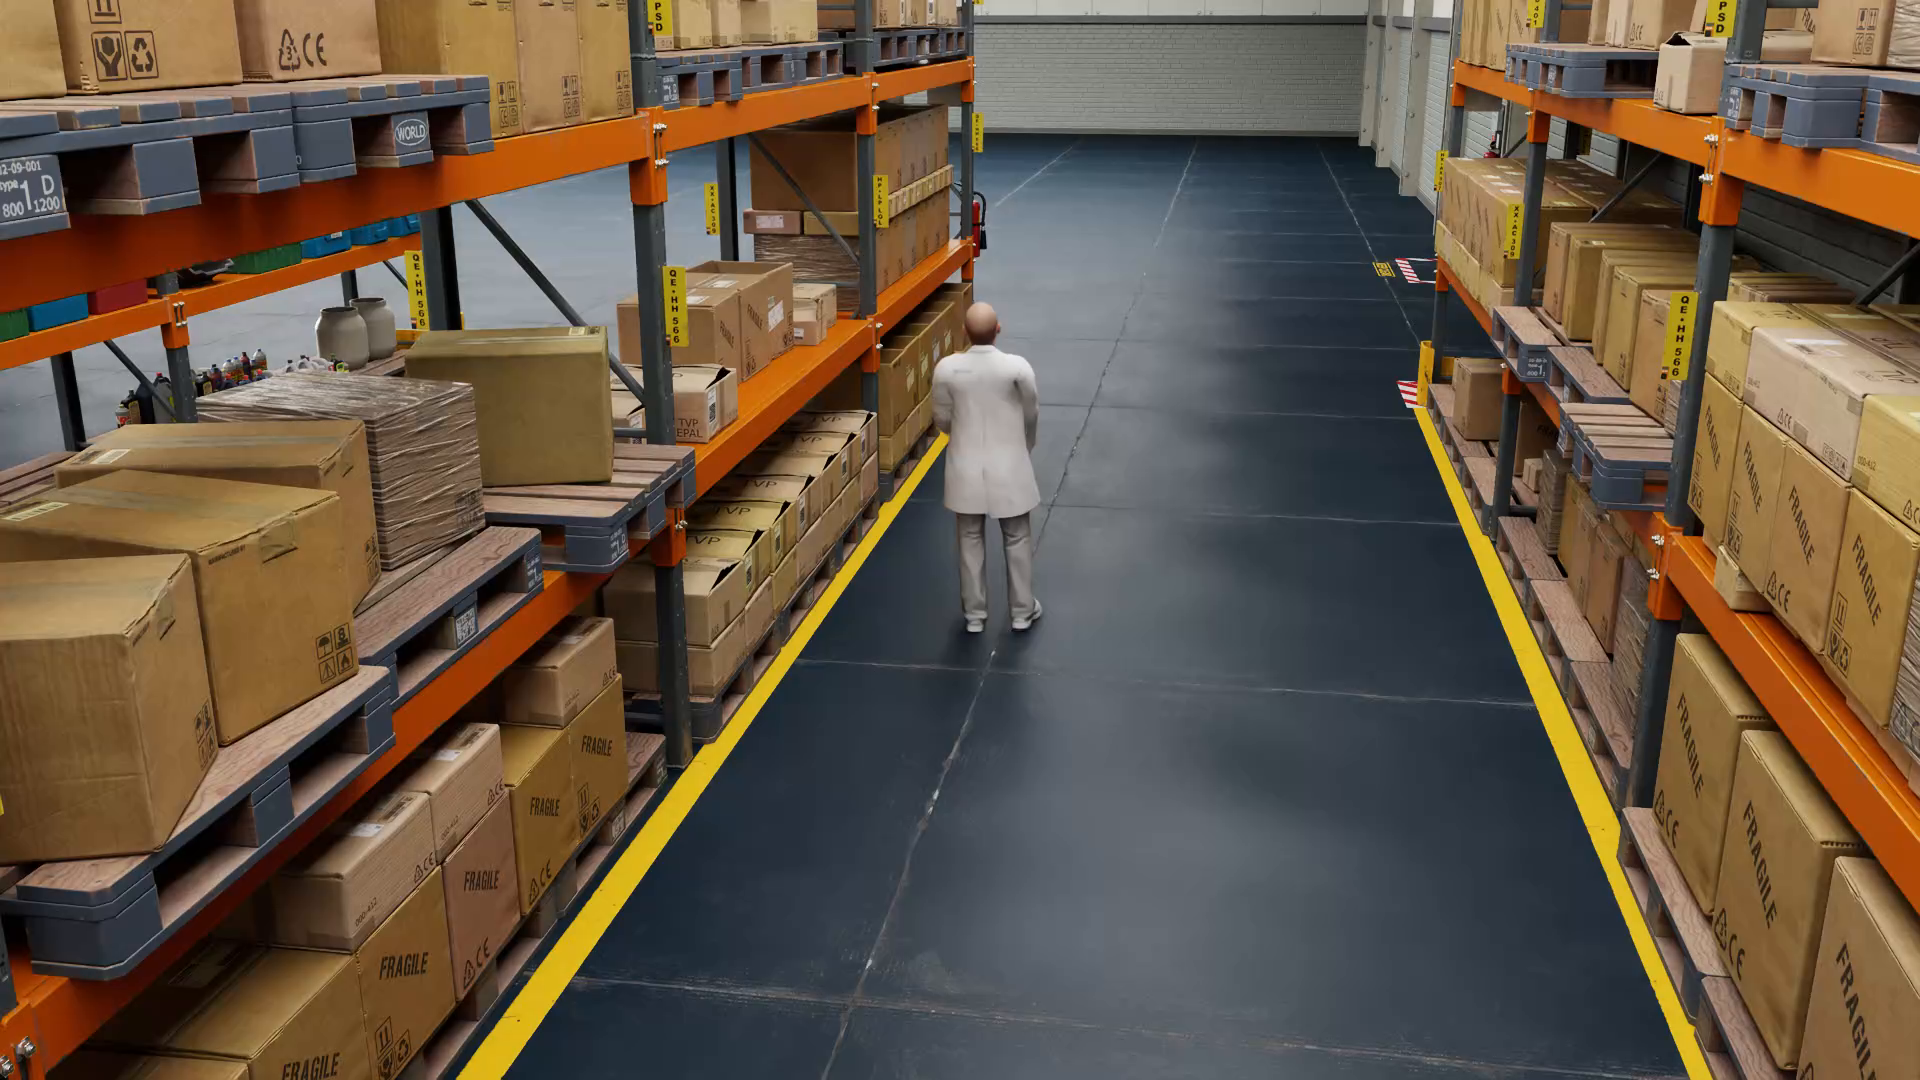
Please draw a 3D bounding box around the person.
[{"bbox_3d":[0.151,-0.397,8.821,0.568,1.780,0.521,3,18,9],"label":"person"}]
